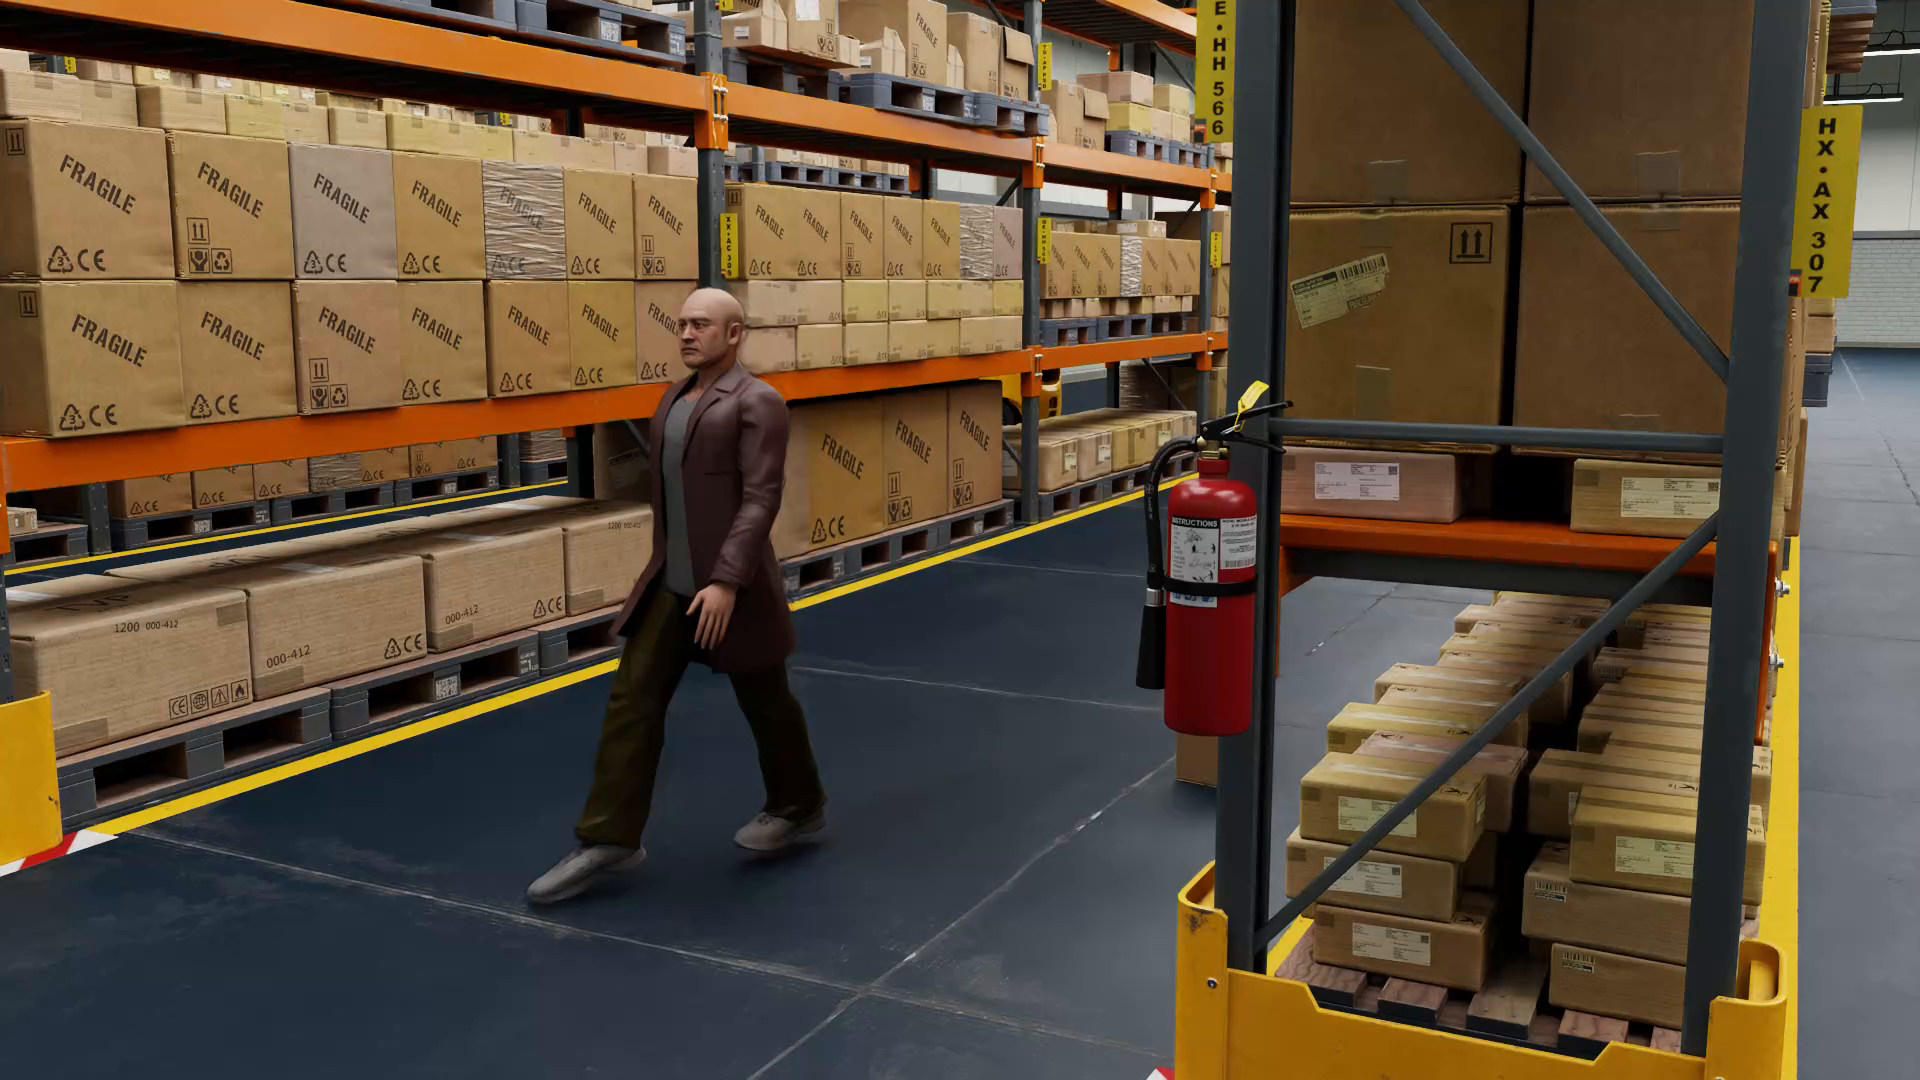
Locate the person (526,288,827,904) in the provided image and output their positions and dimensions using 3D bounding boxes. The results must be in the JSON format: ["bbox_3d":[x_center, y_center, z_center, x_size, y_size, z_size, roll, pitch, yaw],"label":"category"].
[{"bbox_3d":[-0.800,0.141,4.950,0.621,1.763,0.976,7,11,36],"label":"person"}]
